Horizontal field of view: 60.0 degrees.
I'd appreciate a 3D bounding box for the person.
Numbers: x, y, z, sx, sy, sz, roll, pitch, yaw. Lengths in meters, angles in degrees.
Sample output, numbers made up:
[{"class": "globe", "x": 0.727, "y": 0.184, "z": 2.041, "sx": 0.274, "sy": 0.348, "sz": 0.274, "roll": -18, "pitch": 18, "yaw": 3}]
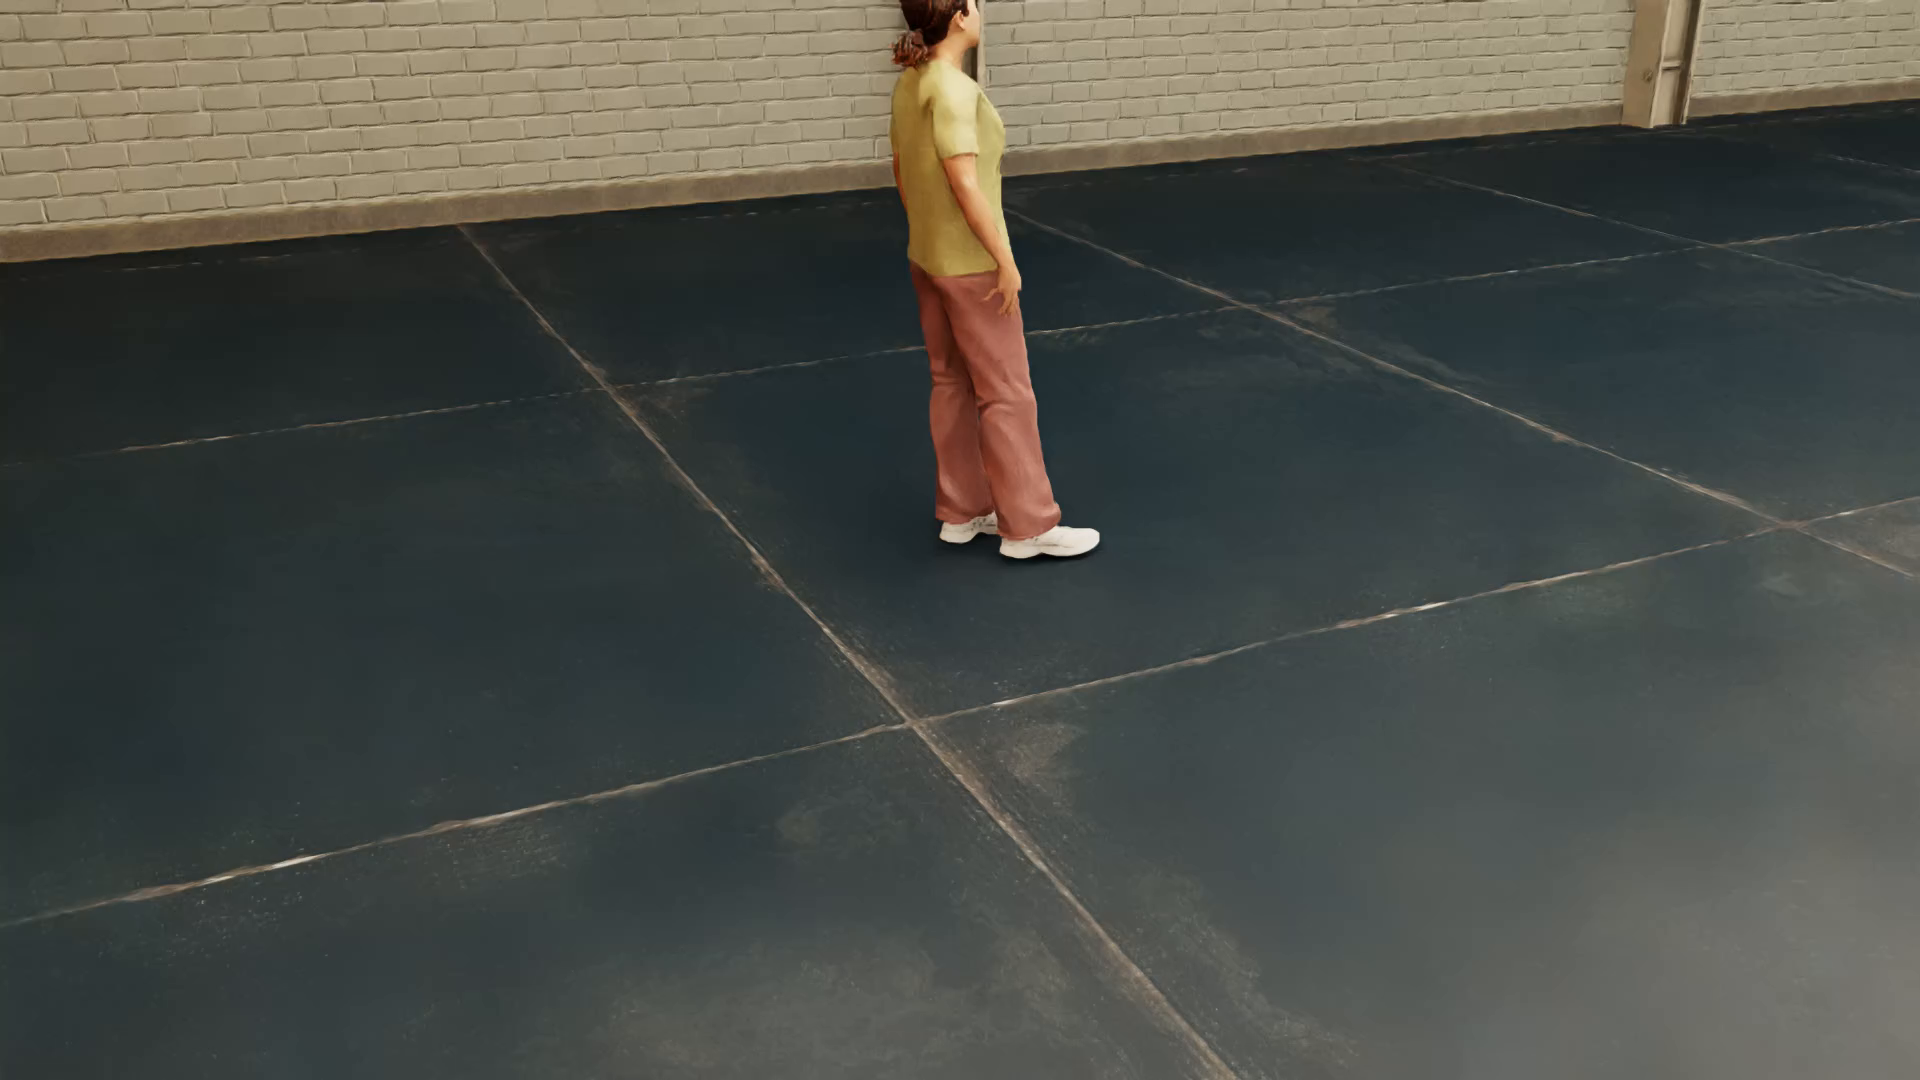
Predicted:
[{"class": "person", "x": 0.072, "y": -0.788, "z": 4.802, "sx": 0.548, "sy": 1.674, "sz": 0.554, "roll": -10, "pitch": 25, "yaw": -23}]
